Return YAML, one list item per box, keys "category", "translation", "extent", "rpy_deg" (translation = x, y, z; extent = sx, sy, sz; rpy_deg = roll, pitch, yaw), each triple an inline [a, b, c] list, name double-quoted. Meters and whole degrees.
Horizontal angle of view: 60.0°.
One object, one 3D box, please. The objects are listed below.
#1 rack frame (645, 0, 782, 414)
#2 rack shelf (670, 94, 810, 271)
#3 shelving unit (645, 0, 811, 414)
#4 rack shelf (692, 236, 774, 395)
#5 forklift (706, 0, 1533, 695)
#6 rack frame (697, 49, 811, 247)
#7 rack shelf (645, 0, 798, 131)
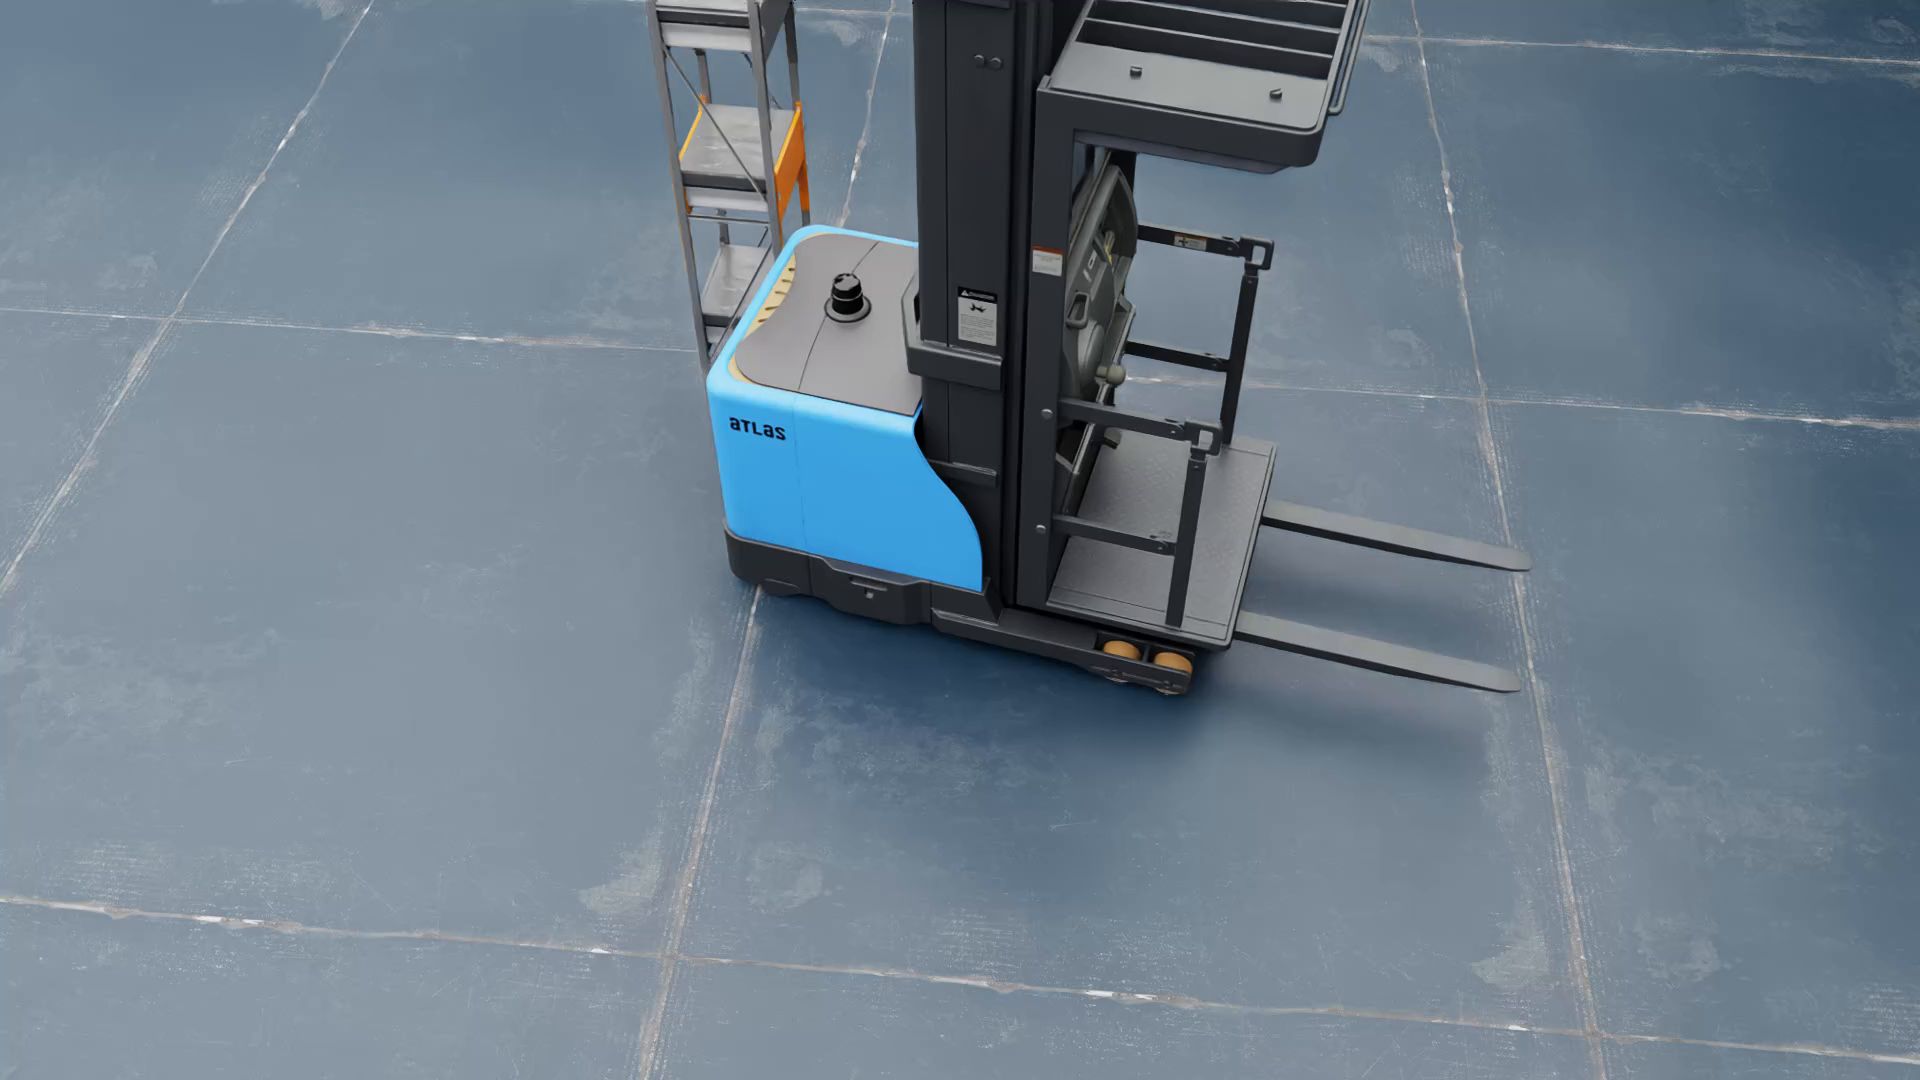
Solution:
- category: "rack frame"
  translation: [-0.902, -1.245, 6.491]
  extent: [0.400, 2.100, 0.015]
  rpy_deg: [6, 48, 6]
- category: "rack shelf"
  translation: [-0.868, -1.414, 6.664]
  extent: [0.431, 0.518, 0.480]
  rpy_deg: [6, 48, 6]
- category: "shelving unit"
  translation: [-0.868, -1.423, 6.654]
  extent: [0.431, 2.100, 0.503]
  rpy_deg: [6, 48, 6]
- category: "rack shelf"
  translation: [-0.867, -0.941, 7.181]
  extent: [0.431, 0.518, 0.480]
  rpy_deg: [6, 48, 6]
- category: "forklift"
  translation: [0.660, -0.852, 5.568]
  extent: [3.031, 2.935, 1.130]
  rpy_deg: [12, 49, 11]
- category: "rack frame"
  translation: [-0.833, -1.601, 6.817]
  extent: [0.400, 2.100, 0.015]
  rpy_deg: [6, 48, 6]
- category: "rack shelf"
  translation: [-0.868, -1.886, 6.148]
  extent: [0.431, 0.518, 0.480]
  rpy_deg: [6, 48, 6]
